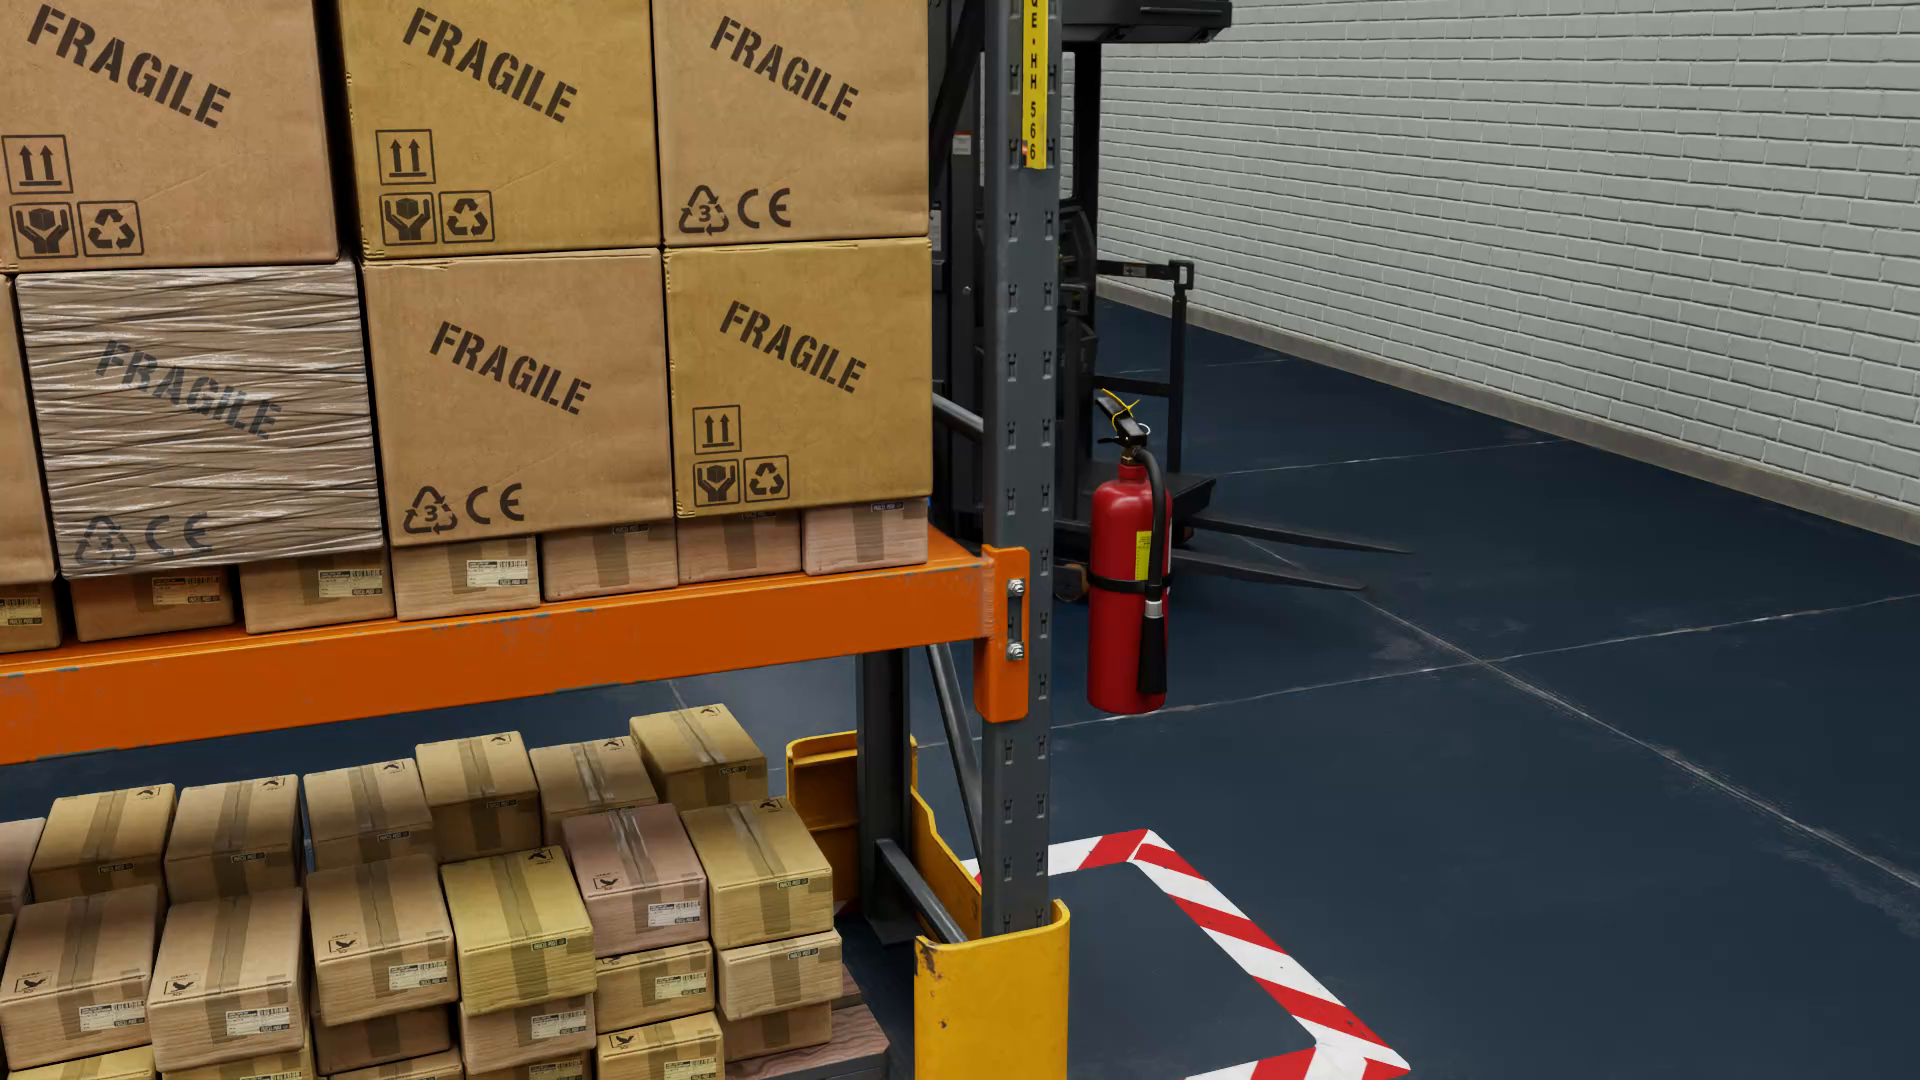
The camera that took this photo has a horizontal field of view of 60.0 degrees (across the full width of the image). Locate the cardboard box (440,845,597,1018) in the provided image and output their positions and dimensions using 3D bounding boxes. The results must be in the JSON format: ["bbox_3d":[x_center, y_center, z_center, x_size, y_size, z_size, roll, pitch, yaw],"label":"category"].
[{"bbox_3d":[-0.898,0.783,3.367,0.250,0.149,0.380,-7,18,-21],"label":"cardboard box"}]

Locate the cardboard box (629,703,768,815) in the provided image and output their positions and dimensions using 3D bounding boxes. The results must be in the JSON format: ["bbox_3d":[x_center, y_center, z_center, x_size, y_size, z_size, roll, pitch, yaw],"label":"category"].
[{"bbox_3d":[-0.654,0.557,4.137,0.250,0.149,0.380,-7,18,-23],"label":"cardboard box"}]

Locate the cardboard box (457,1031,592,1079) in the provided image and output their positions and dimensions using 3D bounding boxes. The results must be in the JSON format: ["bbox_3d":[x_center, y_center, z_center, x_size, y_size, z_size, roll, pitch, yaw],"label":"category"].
[{"bbox_3d":[-0.941,1.043,3.537,0.250,0.149,0.380,-6,17,-20],"label":"cardboard box"}]

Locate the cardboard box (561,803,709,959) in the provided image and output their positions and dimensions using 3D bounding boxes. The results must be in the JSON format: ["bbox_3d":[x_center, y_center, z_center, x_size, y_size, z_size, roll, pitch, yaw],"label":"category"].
[{"bbox_3d":[-0.702,0.724,3.569,0.250,0.149,0.380,-6,17,-19],"label":"cardboard box"}]

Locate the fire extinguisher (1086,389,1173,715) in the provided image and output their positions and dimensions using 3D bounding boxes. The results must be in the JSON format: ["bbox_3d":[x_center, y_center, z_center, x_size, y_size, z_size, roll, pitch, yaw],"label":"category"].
[{"bbox_3d":[0.358,0.024,3.491,0.183,0.674,0.296,-6,17,-20],"label":"fire extinguisher"}]

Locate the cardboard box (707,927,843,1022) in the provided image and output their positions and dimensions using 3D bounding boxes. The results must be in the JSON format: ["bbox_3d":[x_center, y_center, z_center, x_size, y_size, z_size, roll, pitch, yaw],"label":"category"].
[{"bbox_3d":[-0.433,0.864,3.618,0.250,0.149,0.380,-7,18,-22],"label":"cardboard box"}]

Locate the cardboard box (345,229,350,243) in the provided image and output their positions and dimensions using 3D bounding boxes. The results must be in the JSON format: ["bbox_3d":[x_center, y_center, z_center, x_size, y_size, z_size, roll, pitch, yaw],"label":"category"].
[{"bbox_3d":[-1.052,-0.445,3.585,0.500,0.500,0.500,-6,17,-20],"label":"cardboard box"}]

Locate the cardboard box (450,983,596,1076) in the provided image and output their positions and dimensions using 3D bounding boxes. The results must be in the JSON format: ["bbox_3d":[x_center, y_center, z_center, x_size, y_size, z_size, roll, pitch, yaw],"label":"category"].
[{"bbox_3d":[-0.918,0.917,3.438,0.250,0.149,0.380,-7,18,-22],"label":"cardboard box"}]

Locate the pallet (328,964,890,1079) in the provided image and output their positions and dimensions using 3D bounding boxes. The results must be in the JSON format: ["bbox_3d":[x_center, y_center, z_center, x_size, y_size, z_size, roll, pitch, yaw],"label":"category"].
[{"bbox_3d":[-0.885,1.131,3.874,1.213,0.211,1.003,-6,17,-20],"label":"pallet"}]

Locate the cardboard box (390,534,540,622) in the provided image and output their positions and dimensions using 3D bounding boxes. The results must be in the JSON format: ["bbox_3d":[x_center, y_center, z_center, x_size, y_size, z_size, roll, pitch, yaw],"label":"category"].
[{"bbox_3d":[-0.950,0.016,3.165,0.250,0.149,0.380,-6,17,-19],"label":"cardboard box"}]

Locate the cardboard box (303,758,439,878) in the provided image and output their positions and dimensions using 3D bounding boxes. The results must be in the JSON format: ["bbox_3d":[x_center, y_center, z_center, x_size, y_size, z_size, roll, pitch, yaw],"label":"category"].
[{"bbox_3d":[-1.351,0.655,3.804,0.250,0.149,0.380,-7,18,-23],"label":"cardboard box"}]

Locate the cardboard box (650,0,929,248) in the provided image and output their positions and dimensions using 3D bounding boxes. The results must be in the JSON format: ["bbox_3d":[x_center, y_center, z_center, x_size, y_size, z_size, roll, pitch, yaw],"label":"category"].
[{"bbox_3d":[-0.381,-0.847,3.177,0.500,0.500,0.500,-7,18,-21],"label":"cardboard box"}]

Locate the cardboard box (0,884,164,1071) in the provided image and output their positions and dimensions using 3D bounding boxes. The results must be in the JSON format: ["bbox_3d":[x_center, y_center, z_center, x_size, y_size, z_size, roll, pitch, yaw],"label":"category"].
[{"bbox_3d":[-1.679,0.832,3.201,0.250,0.149,0.380,-7,18,-22],"label":"cardboard box"}]

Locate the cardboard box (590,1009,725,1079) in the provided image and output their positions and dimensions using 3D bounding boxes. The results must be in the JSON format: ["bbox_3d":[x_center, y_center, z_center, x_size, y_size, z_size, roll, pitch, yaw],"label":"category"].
[{"bbox_3d":[-0.664,1.039,3.550,0.250,0.149,0.380,-6,17,-18],"label":"cardboard box"}]

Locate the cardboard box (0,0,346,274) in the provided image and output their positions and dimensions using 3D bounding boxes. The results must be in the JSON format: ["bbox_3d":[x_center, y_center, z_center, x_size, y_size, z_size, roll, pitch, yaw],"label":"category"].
[{"bbox_3d":[-1.337,-0.741,2.817,0.500,0.500,0.500,-5,17,-17],"label":"cardboard box"}]

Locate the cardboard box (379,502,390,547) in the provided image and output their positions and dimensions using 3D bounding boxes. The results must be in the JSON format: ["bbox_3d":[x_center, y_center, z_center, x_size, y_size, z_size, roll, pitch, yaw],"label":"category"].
[{"bbox_3d":[-1.149,-0.109,3.591,0.250,0.149,0.380,-5,17,-17],"label":"cardboard box"}]

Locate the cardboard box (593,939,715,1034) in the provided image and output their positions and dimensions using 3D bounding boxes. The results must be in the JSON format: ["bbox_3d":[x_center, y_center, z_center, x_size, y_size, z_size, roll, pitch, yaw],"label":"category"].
[{"bbox_3d":[-0.697,0.876,3.576,0.250,0.149,0.380,-7,18,-21],"label":"cardboard box"}]

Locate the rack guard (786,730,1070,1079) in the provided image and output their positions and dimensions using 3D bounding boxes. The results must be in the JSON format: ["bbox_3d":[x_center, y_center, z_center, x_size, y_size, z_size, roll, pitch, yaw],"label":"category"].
[{"bbox_3d":[-0.114,0.919,4.080,0.348,0.500,1.175,-6,17,-20],"label":"rack guard"}]

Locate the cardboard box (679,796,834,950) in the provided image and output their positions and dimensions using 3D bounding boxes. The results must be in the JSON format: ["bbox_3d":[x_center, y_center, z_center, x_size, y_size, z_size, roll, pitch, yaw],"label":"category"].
[{"bbox_3d":[-0.446,0.713,3.604,0.250,0.149,0.380,-6,17,-19],"label":"cardboard box"}]

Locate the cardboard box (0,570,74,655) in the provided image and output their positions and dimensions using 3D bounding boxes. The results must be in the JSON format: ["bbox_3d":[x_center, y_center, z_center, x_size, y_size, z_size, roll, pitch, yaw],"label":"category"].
[{"bbox_3d":[-1.722,0.078,2.955,0.250,0.149,0.380,-6,17,-19],"label":"cardboard box"}]

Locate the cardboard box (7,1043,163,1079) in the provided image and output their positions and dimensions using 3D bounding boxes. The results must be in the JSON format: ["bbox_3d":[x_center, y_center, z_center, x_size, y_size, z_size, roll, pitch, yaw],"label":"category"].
[{"bbox_3d":[-1.643,0.994,3.177,0.250,0.149,0.380,-5,17,-17],"label":"cardboard box"}]

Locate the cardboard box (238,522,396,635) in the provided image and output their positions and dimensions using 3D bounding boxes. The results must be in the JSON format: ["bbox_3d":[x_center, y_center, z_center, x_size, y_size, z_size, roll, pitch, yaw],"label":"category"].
[{"bbox_3d":[-1.207,0.035,3.100,0.250,0.149,0.380,-7,18,-23],"label":"cardboard box"}]

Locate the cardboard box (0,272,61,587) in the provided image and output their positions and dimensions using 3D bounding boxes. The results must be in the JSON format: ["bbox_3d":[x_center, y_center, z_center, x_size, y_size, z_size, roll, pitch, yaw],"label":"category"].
[{"bbox_3d":[-1.792,-0.214,2.796,0.500,0.500,0.500,-5,17,-17],"label":"cardboard box"}]

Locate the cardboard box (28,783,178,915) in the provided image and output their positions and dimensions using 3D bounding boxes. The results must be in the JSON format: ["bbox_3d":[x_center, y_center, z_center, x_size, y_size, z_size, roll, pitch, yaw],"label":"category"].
[{"bbox_3d":[-1.875,0.695,3.668,0.250,0.149,0.380,-6,17,-19],"label":"cardboard box"}]

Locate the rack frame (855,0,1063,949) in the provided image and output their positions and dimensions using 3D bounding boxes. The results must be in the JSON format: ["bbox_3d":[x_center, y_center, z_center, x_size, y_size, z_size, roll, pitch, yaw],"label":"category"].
[{"bbox_3d":[-0.043,-0.288,3.754,0.127,3.000,1.000,-6,17,-20],"label":"rack frame"}]

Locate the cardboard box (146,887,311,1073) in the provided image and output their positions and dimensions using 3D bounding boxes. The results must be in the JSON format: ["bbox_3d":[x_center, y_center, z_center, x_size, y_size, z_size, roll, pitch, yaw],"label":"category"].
[{"bbox_3d":[-1.393,0.834,3.192,0.250,0.149,0.380,-5,17,-18],"label":"cardboard box"}]

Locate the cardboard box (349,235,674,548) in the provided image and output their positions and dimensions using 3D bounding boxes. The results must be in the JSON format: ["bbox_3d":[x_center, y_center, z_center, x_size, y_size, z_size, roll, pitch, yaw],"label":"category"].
[{"bbox_3d":[-0.853,-0.315,3.141,0.500,0.500,0.500,-6,18,-21],"label":"cardboard box"}]

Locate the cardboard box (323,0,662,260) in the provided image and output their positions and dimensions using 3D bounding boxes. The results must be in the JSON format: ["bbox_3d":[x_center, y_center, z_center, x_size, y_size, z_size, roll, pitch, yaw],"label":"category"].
[{"bbox_3d":[-0.854,-0.795,3.003,0.500,0.500,0.500,-7,18,-22],"label":"cardboard box"}]

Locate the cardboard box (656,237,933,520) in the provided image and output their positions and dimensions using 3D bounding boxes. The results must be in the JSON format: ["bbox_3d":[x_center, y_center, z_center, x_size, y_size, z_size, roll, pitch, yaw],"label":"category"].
[{"bbox_3d":[-0.370,-0.365,3.313,0.500,0.500,0.500,-6,17,-19],"label":"cardboard box"}]

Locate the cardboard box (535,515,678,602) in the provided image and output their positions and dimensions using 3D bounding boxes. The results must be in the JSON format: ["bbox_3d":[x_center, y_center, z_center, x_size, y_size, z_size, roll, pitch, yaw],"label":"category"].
[{"bbox_3d":[-0.720,-0.015,3.273,0.250,0.149,0.380,-6,18,-21],"label":"cardboard box"}]

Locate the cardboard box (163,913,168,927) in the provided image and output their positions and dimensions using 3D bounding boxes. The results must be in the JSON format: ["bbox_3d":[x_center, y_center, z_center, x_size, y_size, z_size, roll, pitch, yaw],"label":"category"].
[{"bbox_3d":[-1.827,0.869,3.601,0.250,0.149,0.380,-5,17,-17],"label":"cardboard box"}]

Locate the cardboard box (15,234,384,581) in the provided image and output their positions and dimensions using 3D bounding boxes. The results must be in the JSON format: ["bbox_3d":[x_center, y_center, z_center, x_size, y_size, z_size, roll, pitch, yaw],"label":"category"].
[{"bbox_3d":[-1.323,-0.261,2.958,0.500,0.500,0.500,-6,17,-20],"label":"cardboard box"}]

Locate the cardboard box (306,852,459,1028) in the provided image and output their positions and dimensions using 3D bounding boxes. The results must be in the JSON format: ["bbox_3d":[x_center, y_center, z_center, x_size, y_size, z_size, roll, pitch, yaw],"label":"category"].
[{"bbox_3d":[-1.162,0.792,3.334,0.250,0.149,0.380,-7,18,-22],"label":"cardboard box"}]

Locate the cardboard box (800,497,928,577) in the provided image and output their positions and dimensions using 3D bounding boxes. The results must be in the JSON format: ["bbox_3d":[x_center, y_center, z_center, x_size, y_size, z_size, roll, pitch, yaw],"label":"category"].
[{"bbox_3d":[-0.246,-0.060,3.424,0.250,0.149,0.380,-6,17,-20],"label":"cardboard box"}]

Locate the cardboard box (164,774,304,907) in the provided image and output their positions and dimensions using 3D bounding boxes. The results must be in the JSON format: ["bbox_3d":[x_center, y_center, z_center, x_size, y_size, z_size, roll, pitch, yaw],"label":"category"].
[{"bbox_3d":[-1.613,0.680,3.717,0.250,0.149,0.380,-5,17,-18],"label":"cardboard box"}]

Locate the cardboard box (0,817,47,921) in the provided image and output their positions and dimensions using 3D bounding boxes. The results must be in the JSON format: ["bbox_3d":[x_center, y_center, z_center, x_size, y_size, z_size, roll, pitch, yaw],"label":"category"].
[{"bbox_3d":[-2.076,0.745,3.496,0.250,0.149,0.380,-6,17,-20],"label":"cardboard box"}]

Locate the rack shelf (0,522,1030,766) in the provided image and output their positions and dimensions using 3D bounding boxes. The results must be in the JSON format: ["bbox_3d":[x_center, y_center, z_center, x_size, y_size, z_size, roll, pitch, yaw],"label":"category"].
[{"bbox_3d":[-1.910,0.259,3.169,4.000,0.370,1.077,-6,17,-20],"label":"rack shelf"}]

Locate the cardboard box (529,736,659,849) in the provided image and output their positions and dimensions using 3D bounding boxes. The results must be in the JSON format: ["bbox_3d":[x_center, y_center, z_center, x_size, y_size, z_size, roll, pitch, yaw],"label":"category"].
[{"bbox_3d":[-0.868,0.616,3.935,0.250,0.149,0.380,-6,17,-19],"label":"cardboard box"}]

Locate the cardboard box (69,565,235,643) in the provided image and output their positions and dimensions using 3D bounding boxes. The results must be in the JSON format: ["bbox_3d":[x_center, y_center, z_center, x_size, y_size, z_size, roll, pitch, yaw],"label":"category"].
[{"bbox_3d":[-1.480,0.047,3.061,0.250,0.149,0.380,-7,18,-22],"label":"cardboard box"}]

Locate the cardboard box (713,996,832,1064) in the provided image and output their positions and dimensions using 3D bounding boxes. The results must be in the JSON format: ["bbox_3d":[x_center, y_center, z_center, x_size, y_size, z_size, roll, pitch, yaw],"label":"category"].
[{"bbox_3d":[-0.460,0.987,3.729,0.250,0.149,0.380,-6,17,-19],"label":"cardboard box"}]

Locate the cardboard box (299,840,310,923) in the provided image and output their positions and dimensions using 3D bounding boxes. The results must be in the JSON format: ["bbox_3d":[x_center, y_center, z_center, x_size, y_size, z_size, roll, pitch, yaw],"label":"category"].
[{"bbox_3d":[-1.589,0.831,3.731,0.250,0.149,0.380,-7,18,-23],"label":"cardboard box"}]

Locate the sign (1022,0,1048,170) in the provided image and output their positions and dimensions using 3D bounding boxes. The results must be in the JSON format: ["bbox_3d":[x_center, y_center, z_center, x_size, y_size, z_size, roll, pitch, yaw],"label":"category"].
[{"bbox_3d":[0.137,-0.847,3.042,0.005,0.325,0.100,-6,17,-20],"label":"sign"}]

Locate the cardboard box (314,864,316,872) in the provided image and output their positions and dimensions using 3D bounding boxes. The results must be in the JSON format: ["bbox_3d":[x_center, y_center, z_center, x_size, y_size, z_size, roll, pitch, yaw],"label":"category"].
[{"bbox_3d":[-1.375,0.779,3.907,0.250,0.149,0.380,-6,17,-18],"label":"cardboard box"}]

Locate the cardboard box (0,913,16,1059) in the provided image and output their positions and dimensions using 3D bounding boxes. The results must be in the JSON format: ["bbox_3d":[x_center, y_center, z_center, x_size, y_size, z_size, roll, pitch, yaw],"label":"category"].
[{"bbox_3d":[-1.914,0.865,3.086,0.250,0.149,0.380,-6,17,-20],"label":"cardboard box"}]

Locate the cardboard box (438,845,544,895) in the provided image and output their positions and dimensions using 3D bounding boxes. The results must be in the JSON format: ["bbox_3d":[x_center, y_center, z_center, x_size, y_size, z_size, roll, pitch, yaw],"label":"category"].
[{"bbox_3d":[-1.097,0.782,3.898,0.250,0.149,0.380,-6,17,-19],"label":"cardboard box"}]

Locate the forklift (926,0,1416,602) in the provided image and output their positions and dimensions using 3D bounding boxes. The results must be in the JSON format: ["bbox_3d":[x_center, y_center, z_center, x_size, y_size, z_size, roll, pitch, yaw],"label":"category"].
[{"bbox_3d":[0.521,-1.309,7.353,3.031,2.935,1.130,11,19,32],"label":"forklift"}]

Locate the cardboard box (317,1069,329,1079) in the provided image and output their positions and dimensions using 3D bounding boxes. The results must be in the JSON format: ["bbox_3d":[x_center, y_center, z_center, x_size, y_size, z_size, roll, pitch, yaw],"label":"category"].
[{"bbox_3d":[-1.383,1.114,3.296,0.250,0.149,0.380,-7,18,-23],"label":"cardboard box"}]

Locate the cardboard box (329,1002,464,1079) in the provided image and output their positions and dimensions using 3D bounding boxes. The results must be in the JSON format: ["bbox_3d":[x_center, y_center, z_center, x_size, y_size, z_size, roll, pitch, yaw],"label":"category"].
[{"bbox_3d":[-1.167,1.072,3.440,0.250,0.149,0.380,-6,17,-20],"label":"cardboard box"}]

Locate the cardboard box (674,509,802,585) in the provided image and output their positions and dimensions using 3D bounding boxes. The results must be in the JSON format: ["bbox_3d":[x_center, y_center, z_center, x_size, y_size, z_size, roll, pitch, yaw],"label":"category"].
[{"bbox_3d":[-0.492,-0.045,3.373,0.250,0.149,0.380,-6,17,-20],"label":"cardboard box"}]

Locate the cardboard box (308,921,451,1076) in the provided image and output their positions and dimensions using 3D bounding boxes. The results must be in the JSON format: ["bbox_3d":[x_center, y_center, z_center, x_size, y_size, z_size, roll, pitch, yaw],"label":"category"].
[{"bbox_3d":[-1.206,0.917,3.438,0.250,0.149,0.380,-6,18,-21],"label":"cardboard box"}]

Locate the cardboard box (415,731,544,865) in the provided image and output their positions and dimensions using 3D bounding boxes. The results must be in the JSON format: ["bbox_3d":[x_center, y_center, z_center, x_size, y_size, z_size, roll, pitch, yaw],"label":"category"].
[{"bbox_3d":[-1.149,0.608,3.963,0.250,0.149,0.380,-6,17,-20],"label":"cardboard box"}]

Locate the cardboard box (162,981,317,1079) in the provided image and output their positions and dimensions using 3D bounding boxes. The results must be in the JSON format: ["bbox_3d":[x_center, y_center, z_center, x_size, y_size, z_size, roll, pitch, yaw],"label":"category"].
[{"bbox_3d":[-1.397,0.973,3.249,0.250,0.149,0.380,-6,17,-19],"label":"cardboard box"}]

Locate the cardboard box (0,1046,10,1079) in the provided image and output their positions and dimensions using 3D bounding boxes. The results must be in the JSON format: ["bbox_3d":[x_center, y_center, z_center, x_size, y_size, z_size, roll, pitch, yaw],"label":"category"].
[{"bbox_3d":[-1.890,1.029,3.058,0.250,0.149,0.380,-6,17,-20],"label":"cardboard box"}]
